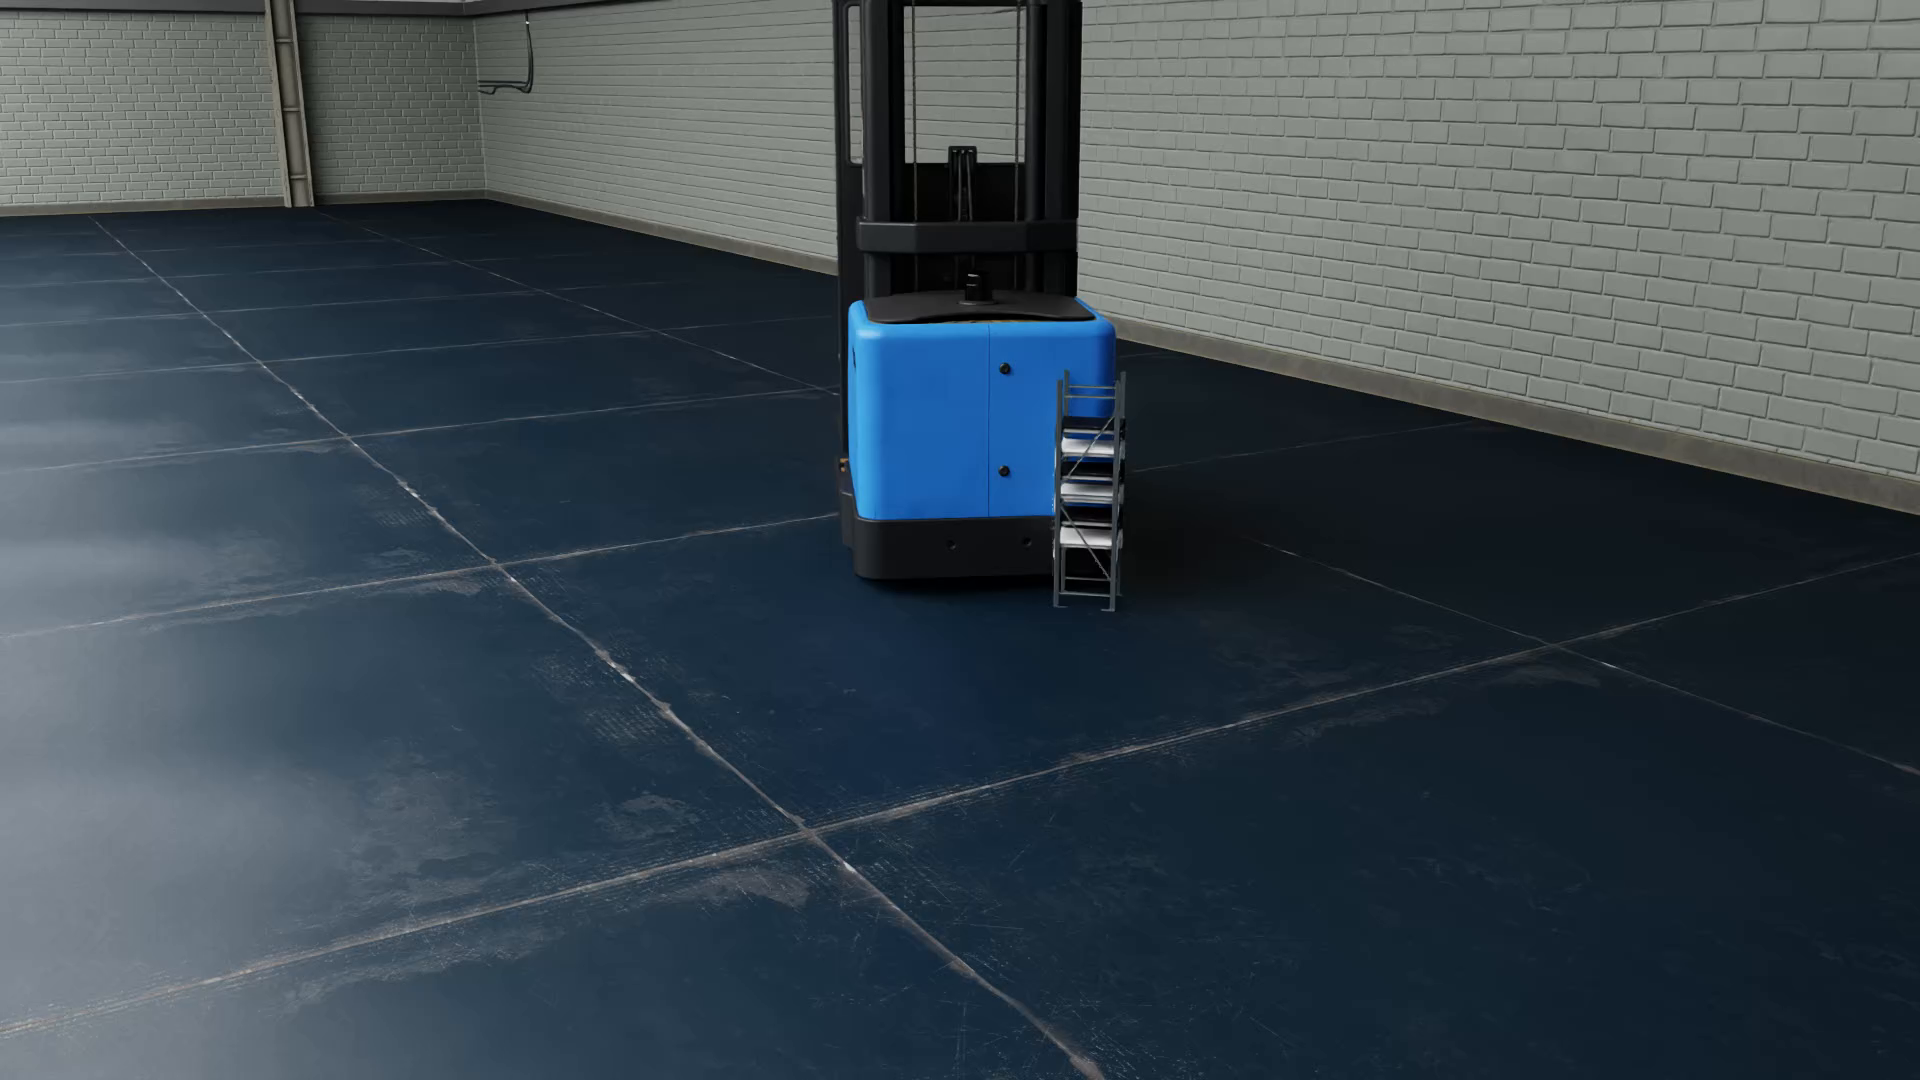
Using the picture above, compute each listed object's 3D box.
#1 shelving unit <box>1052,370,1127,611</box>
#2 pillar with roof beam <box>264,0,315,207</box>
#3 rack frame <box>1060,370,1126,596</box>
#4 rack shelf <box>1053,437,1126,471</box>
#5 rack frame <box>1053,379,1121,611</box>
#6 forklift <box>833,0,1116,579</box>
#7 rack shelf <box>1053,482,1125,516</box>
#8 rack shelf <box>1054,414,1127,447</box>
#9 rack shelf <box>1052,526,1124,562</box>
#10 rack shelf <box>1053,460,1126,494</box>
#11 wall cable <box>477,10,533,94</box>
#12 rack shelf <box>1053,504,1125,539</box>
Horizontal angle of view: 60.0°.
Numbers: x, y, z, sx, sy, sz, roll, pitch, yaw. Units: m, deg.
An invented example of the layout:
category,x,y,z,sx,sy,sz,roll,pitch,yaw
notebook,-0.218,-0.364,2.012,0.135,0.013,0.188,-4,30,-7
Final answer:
category,x,y,z,sx,sy,sz,roll,pitch,yaw
shelving unit,0.500,-0.191,6.423,0.258,0.900,0.210,3,16,10
pillar with roof beam,-8.154,-8.581,21.348,0.400,9.000,9.100,-9,18,-30
rack frame,0.519,-0.218,6.520,0.240,0.900,0.006,3,16,10
rack shelf,0.500,-0.332,6.384,0.258,0.077,0.200,3,16,10
rack frame,0.481,-0.164,6.327,0.240,0.900,0.006,3,16,10
forklift,-0.036,-1.603,7.700,1.130,2.935,3.031,-2,16,-6
rack shelf,0.500,-0.159,6.432,0.258,0.077,0.200,3,16,10
rack shelf,0.500,-0.419,6.359,0.258,0.077,0.200,3,16,10
rack shelf,0.500,0.015,6.481,0.258,0.077,0.200,3,16,10
rack shelf,0.500,-0.245,6.408,0.258,0.077,0.200,3,16,10
wall cable,-7.165,-8.185,25.690,0.112,2.526,3.097,-9,18,-30
rack shelf,0.500,-0.072,6.457,0.258,0.077,0.200,3,16,10
